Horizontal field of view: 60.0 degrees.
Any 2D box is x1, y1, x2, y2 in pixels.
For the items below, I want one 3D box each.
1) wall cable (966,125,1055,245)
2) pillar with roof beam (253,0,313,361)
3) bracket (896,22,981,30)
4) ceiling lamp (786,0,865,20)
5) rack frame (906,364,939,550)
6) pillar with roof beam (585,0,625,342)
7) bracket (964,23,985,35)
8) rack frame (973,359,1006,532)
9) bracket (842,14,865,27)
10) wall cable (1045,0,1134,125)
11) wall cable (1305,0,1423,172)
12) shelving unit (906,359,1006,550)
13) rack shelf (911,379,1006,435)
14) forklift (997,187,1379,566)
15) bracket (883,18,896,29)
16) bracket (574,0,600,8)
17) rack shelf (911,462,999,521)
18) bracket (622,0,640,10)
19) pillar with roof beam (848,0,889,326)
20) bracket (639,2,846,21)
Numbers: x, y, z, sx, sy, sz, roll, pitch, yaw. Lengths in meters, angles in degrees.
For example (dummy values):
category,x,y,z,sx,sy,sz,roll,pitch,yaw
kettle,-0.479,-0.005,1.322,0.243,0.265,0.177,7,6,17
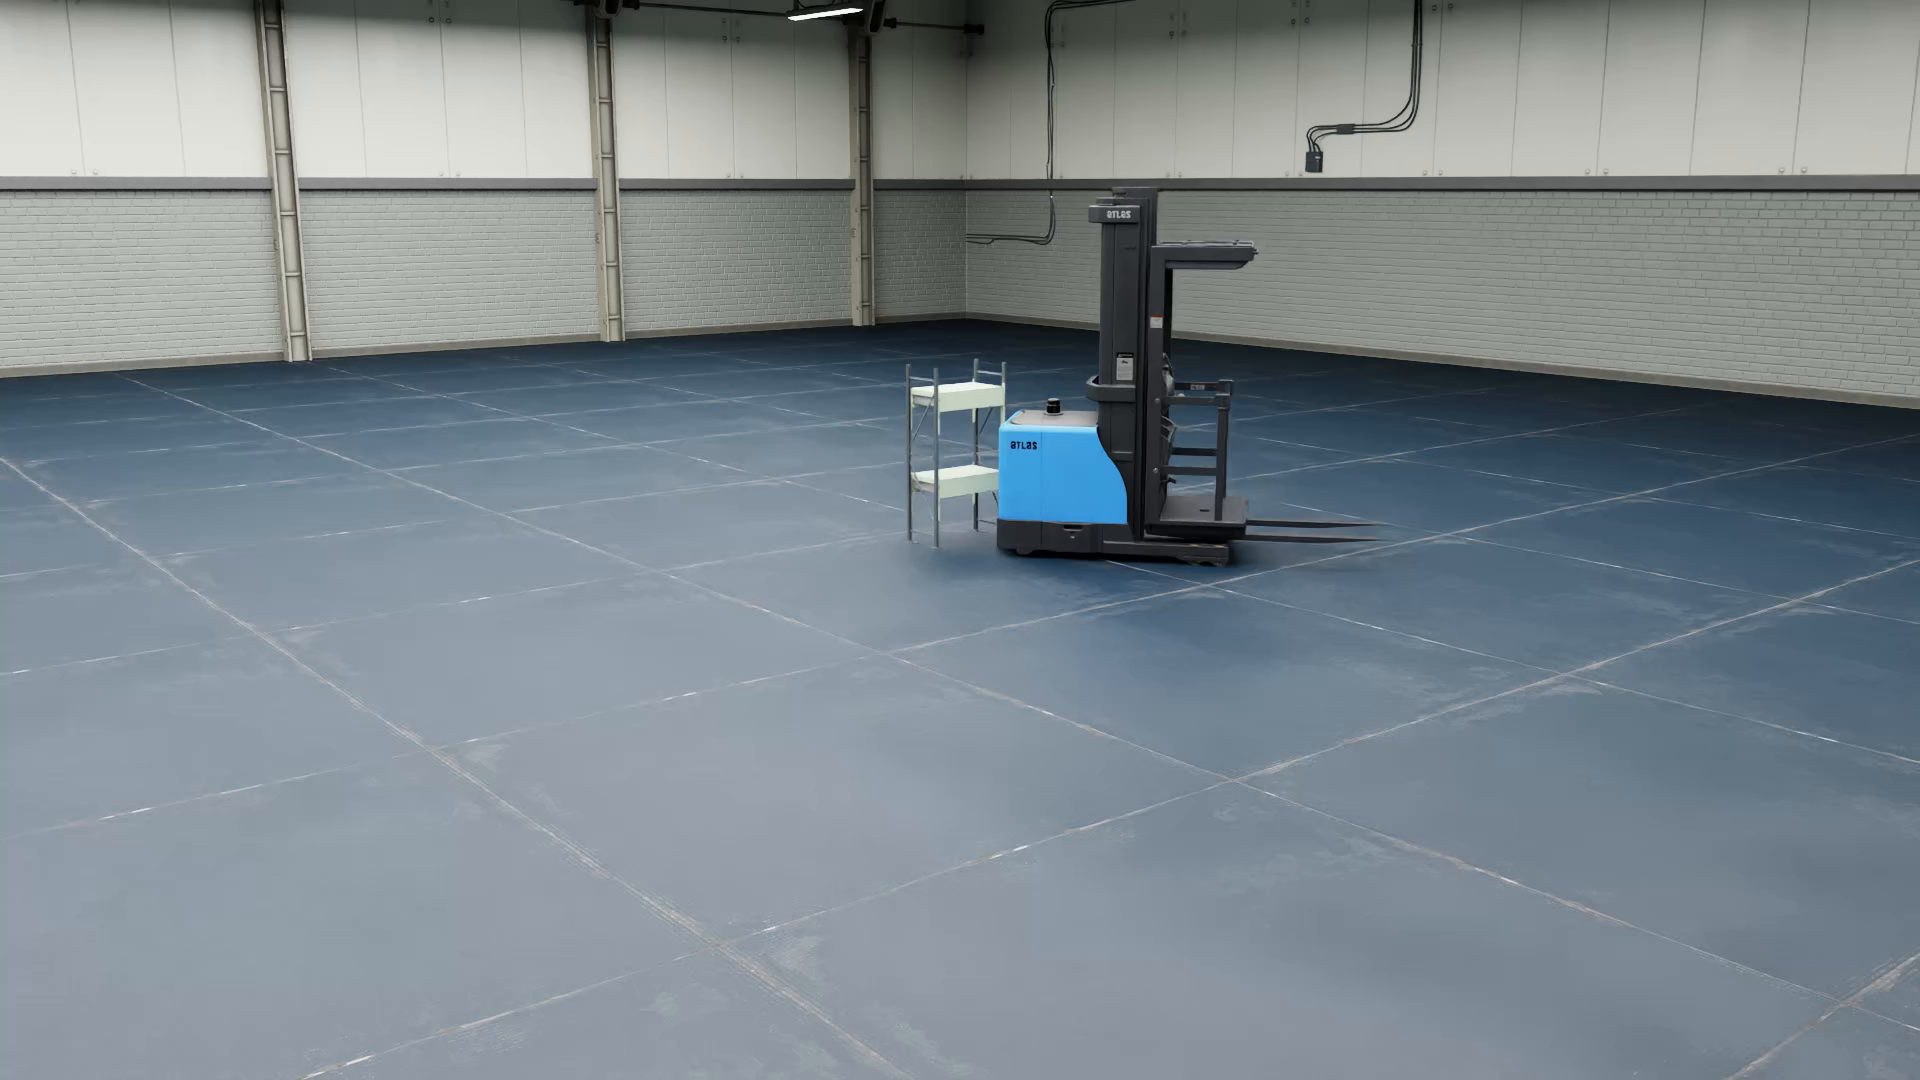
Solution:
category,x,y,z,sx,sy,sz,roll,pitch,yaw
wall cable,1.028,-7.725,36.322,0.112,2.526,3.097,-9,15,-38
pillar with roof beam,-8.780,-6.821,24.588,0.400,9.000,9.100,-9,15,-38
bracket,-0.164,-11.064,35.905,3.189,0.066,0.076,-9,15,-38
ceiling lamp,-2.149,-10.660,28.614,0.800,3.185,2.000,-9,15,-38
rack frame,-0.311,-0.686,13.750,0.023,1.500,0.400,-10,15,-39
pillar with roof beam,-4.095,-7.600,28.254,0.548,9.000,9.100,-9,15,-38
bracket,0.297,-11.141,36.266,0.430,0.232,0.235,-9,15,-38
rack frame,0.252,-0.783,14.207,0.023,1.500,0.400,-10,15,-39
bracket,-2.201,-10.726,34.310,0.430,0.232,0.235,-9,15,-38
wall cable,2.718,-9.757,33.731,0.112,2.526,3.097,-9,15,-38
wall cable,6.946,-9.366,28.385,0.169,6.003,2.305,-9,15,-38
shelving unit,-0.030,-0.735,13.978,0.755,1.500,0.431,-10,15,-39
rack shelf,-0.030,-1.117,13.897,0.720,0.370,0.431,-10,15,-39
forklift,1.866,-1.345,13.407,3.031,2.935,1.130,2,12,10
bracket,-1.553,-10.834,34.818,0.430,0.232,0.235,-9,15,-38
bracket,-6.886,-9.947,30.644,0.430,0.232,0.235,-9,15,-38
rack shelf,-0.030,-0.416,14.046,0.720,0.370,0.431,-10,15,-39
bracket,-6.238,-10.055,31.151,0.430,0.232,0.235,-9,15,-38
pillar with roof beam,0.590,-8.378,31.921,0.548,9.000,9.100,-9,15,-38
bracket,-4.213,-10.392,32.736,4.783,0.066,0.076,-9,15,-38
